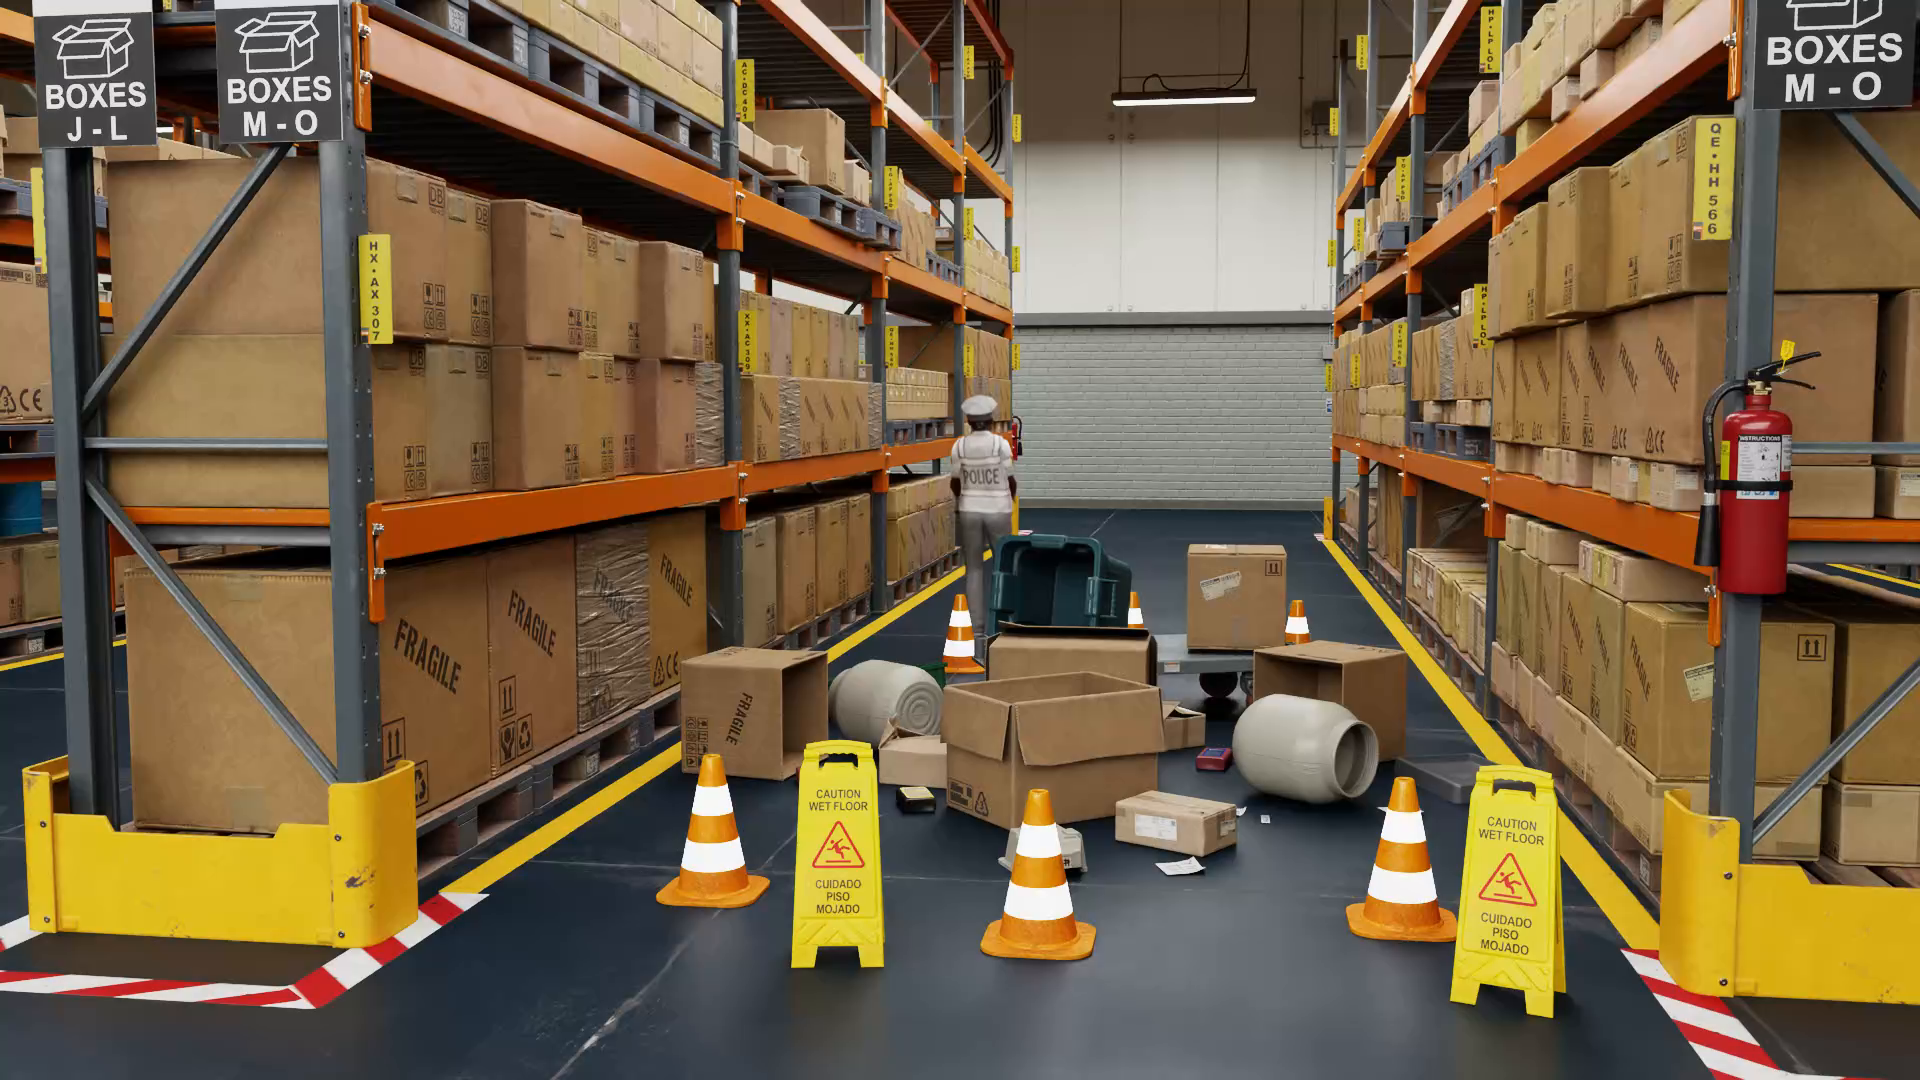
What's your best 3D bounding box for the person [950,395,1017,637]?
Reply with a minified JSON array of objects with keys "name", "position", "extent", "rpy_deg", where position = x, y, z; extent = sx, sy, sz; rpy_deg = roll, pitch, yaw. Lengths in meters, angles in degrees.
[{"name":"person","position":[0.181,-0.169,11.719],"extent":[0.495,1.702,0.489],"rpy_deg":[1,5,9]}]
